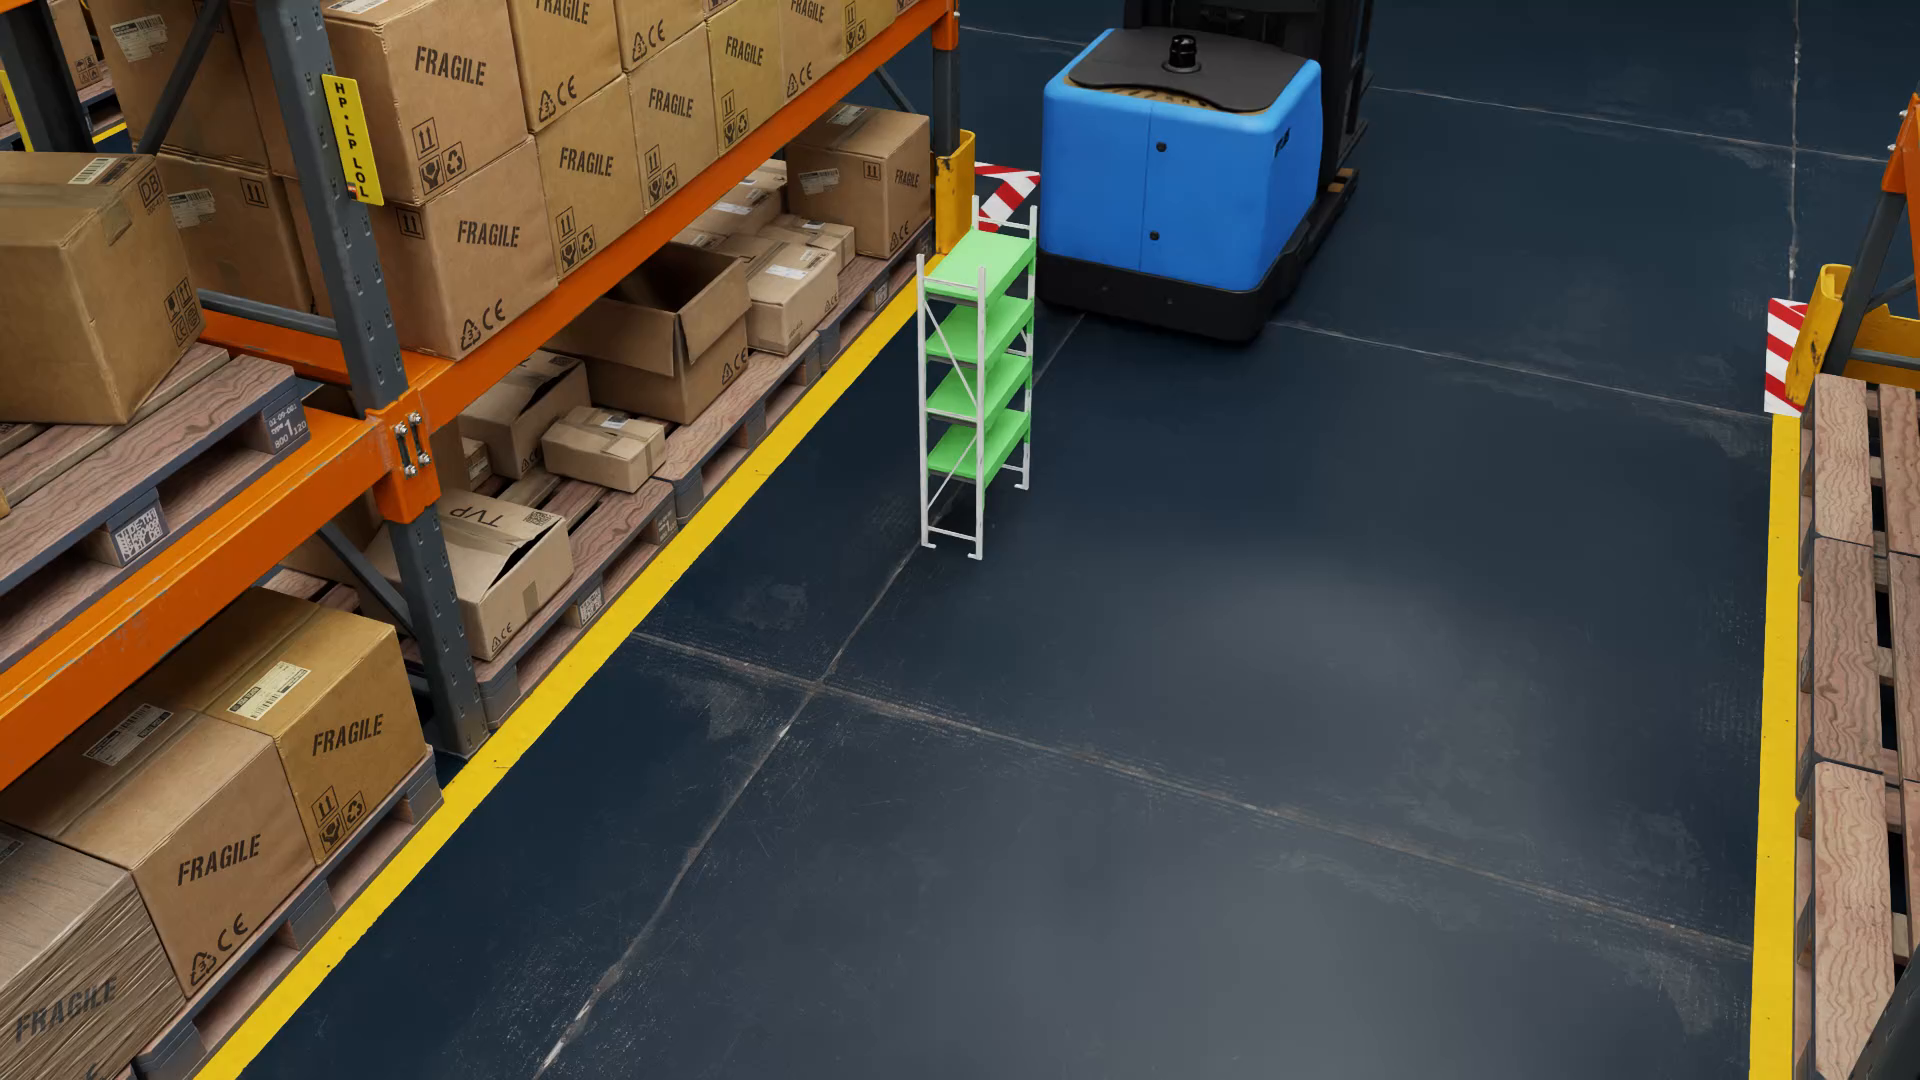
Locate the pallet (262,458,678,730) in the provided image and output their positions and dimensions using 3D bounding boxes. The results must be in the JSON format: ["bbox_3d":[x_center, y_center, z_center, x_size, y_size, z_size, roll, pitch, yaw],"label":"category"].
[{"bbox_3d":[-1.744,0.096,5.946,1.003,0.211,1.213,14,39,18],"label":"pallet"}]

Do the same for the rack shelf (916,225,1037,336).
[{"bbox_3d":[0.063,-0.906,5.764,0.258,0.148,0.480,14,39,18],"label":"rack shelf"}]

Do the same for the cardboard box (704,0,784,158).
[{"bbox_3d":[-0.984,-1.744,5.994,0.500,0.500,0.500,13,39,17],"label":"cardboard box"}]

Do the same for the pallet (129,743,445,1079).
[{"bbox_3d":[-2.281,0.935,4.823,1.003,0.211,1.213,14,39,18],"label":"pallet"}]

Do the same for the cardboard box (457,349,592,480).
[{"bbox_3d":[-1.767,-0.536,6.340,0.500,0.311,0.500,14,39,18],"label":"cardboard box"}]

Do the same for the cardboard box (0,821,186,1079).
[{"bbox_3d":[-2.316,1.072,4.031,0.500,0.500,0.500,14,39,18],"label":"cardboard box"}]

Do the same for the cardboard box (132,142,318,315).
[{"bbox_3d":[-2.054,-1.016,5.021,0.500,0.500,0.500,14,39,18],"label":"cardboard box"}]

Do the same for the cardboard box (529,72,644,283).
[{"bbox_3d":[-1.369,-1.186,5.247,0.500,0.500,0.500,15,39,19],"label":"cardboard box"}]

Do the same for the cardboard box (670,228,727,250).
[{"bbox_3d":[-1.334,-1.141,7.200,0.500,0.250,0.500,14,39,18],"label":"cardboard box"}]

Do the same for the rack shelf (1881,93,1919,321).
[{"bbox_3d":[3.334,-0.330,4.787,1.077,0.370,4.000,14,39,18],"label":"rack shelf"}]

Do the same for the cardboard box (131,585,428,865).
[{"bbox_3d":[-1.929,0.522,4.766,0.500,0.500,0.500,14,39,17],"label":"cardboard box"}]

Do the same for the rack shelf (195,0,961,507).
[{"bbox_3d":[-1.246,-1.460,6.299,1.077,0.370,4.000,14,39,18],"label":"rack shelf"}]

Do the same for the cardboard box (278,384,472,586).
[{"bbox_3d":[-2.052,-0.196,5.728,0.500,0.500,0.500,14,39,18],"label":"cardboard box"}]

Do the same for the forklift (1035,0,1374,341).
[{"bbox_3d":[1.413,-2.922,7.711,1.130,2.935,3.031,15,39,19],"label":"forklift"}]

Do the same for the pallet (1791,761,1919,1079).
[{"bbox_3d":[2.817,1.190,4.481,1.003,0.211,1.213,14,39,18],"label":"pallet"}]

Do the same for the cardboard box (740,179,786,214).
[{"bbox_3d":[-1.057,-1.605,7.891,0.380,0.166,0.250,14,39,18],"label":"cardboard box"}]

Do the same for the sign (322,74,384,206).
[{"bbox_3d":[-1.492,-0.981,4.089,0.100,0.325,0.005,14,39,18],"label":"sign"}]

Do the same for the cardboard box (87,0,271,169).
[{"bbox_3d":[-2.054,-1.421,4.727,0.500,0.500,0.500,14,39,18],"label":"cardboard box"}]

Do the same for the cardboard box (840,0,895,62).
[{"bbox_3d":[-0.597,-2.298,6.735,0.500,0.500,0.500,14,39,18],"label":"cardboard box"}]

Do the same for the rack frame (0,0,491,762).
[{"bbox_3d":[-2.007,-0.641,4.602,1.000,3.000,0.127,14,39,18],"label":"rack frame"}]

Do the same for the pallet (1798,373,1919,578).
[{"bbox_3d":[3.745,-0.161,6.289,1.003,0.211,1.213,14,39,18],"label":"pallet"}]

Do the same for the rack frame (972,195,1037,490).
[{"bbox_3d":[0.156,-0.707,6.194,0.240,1.200,0.015,14,39,18],"label":"rack frame"}]

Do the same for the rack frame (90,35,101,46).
[{"bbox_3d":[-5.067,-3.982,9.072,1.000,3.000,0.127,14,39,18],"label":"rack frame"}]

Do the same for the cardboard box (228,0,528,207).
[{"bbox_3d":[-1.567,-1.279,4.536,0.500,0.500,0.500,15,39,19],"label":"cardboard box"}]

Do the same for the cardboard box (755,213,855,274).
[{"bbox_3d":[-0.701,-1.336,7.531,0.380,0.166,0.250,14,39,18],"label":"cardboard box"}]

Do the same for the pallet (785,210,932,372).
[{"bbox_3d":[-0.816,-1.255,7.753,1.003,0.211,1.213,14,39,18],"label":"pallet"}]

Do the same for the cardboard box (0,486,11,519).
[{"bbox_3d":[-2.597,-0.243,3.635,0.700,0.500,0.500,20,41,25],"label":"cardboard box"}]

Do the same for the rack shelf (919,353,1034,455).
[{"bbox_3d":[0.063,-0.521,6.052,0.258,0.148,0.480,14,39,18],"label":"rack shelf"}]

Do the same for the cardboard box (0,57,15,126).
[{"bbox_3d":[-5.431,-2.462,8.775,0.700,0.500,0.500,14,39,18],"label":"cardboard box"}]

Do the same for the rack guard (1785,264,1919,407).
[{"bbox_3d":[4.092,-0.740,6.823,1.175,0.500,0.348,14,39,18],"label":"rack guard"}]

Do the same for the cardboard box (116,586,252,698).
[{"bbox_3d":[-2.416,0.396,4.935,0.500,0.500,0.500,12,38,16],"label":"cardboard box"}]

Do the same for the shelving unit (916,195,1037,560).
[{"bbox_3d":[0.063,-0.572,6.013,0.258,1.200,0.503,14,39,18],"label":"shelving unit"}]

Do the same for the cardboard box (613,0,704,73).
[{"bbox_3d":[-1.175,-1.849,5.299,0.500,0.500,0.500,13,39,16],"label":"cardboard box"}]

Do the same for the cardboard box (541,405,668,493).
[{"bbox_3d":[-1.327,-0.347,6.208,0.380,0.166,0.250,14,39,18],"label":"cardboard box"}]
